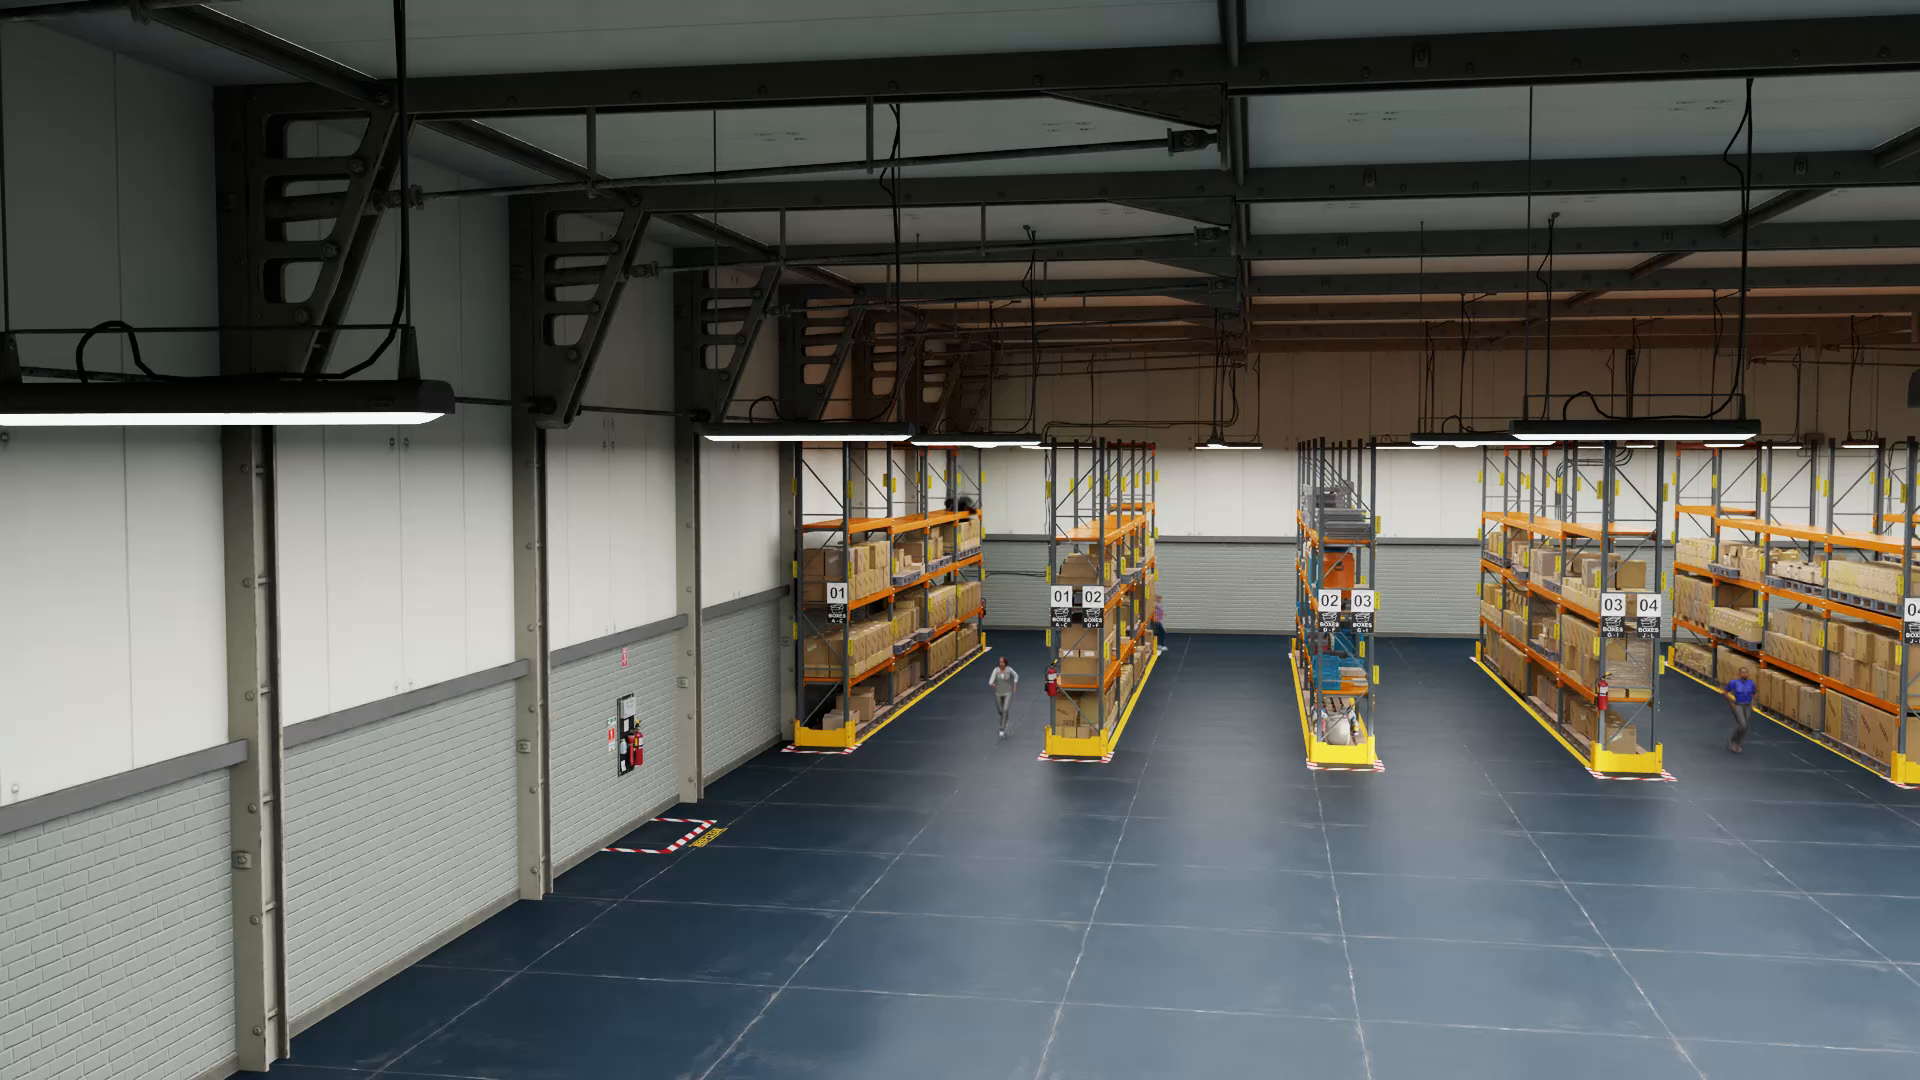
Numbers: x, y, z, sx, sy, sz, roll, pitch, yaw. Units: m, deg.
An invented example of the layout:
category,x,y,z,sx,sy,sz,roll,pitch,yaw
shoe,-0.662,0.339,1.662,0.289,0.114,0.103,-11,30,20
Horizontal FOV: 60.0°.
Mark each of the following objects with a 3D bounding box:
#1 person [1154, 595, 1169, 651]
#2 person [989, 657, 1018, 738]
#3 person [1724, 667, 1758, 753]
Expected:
category,x,y,z,sx,sy,sz,roll,pitch,yaw
person,5.664,2.389,48.090,0.775,1.595,0.577,1,3,14
person,0.883,3.162,33.660,0.571,1.628,0.838,0,3,7
person,14.895,3.235,31.618,0.553,1.646,0.645,0,3,-1
